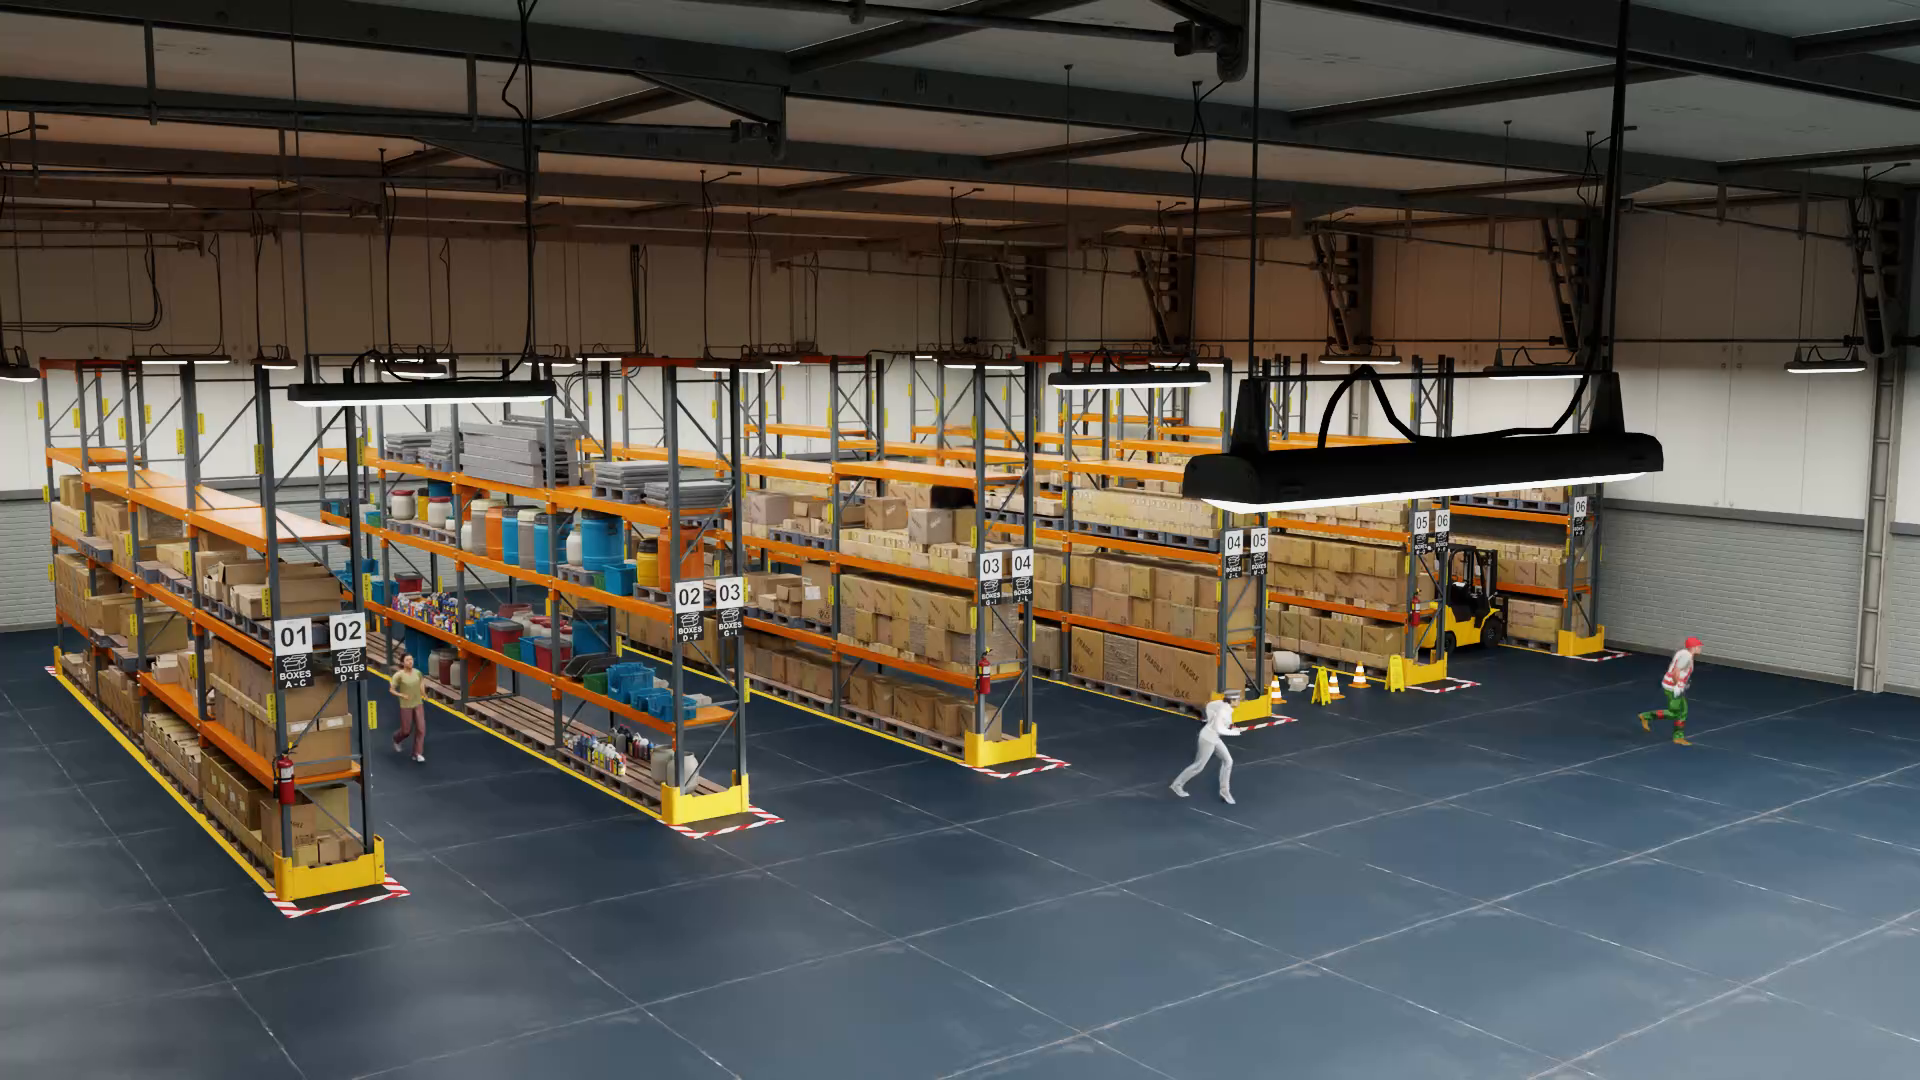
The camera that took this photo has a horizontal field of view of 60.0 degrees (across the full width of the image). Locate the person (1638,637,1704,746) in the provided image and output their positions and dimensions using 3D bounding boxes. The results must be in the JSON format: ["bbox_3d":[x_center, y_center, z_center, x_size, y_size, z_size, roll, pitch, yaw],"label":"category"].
[{"bbox_3d":[11.182,2.365,26.180,0.919,1.723,0.659,1,7,11],"label":"person"}]

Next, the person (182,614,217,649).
[{"bbox_3d":[-14.666,1.581,32.321,0.918,1.765,0.758,6,9,39],"label":"person"}]

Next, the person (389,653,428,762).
[{"bbox_3d":[-8.323,2.507,25.152,0.588,1.628,0.758,-7,10,-44],"label":"person"}]

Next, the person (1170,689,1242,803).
[{"bbox_3d":[3.392,2.835,22.895,0.948,1.622,0.657,1,7,9],"label":"person"}]
